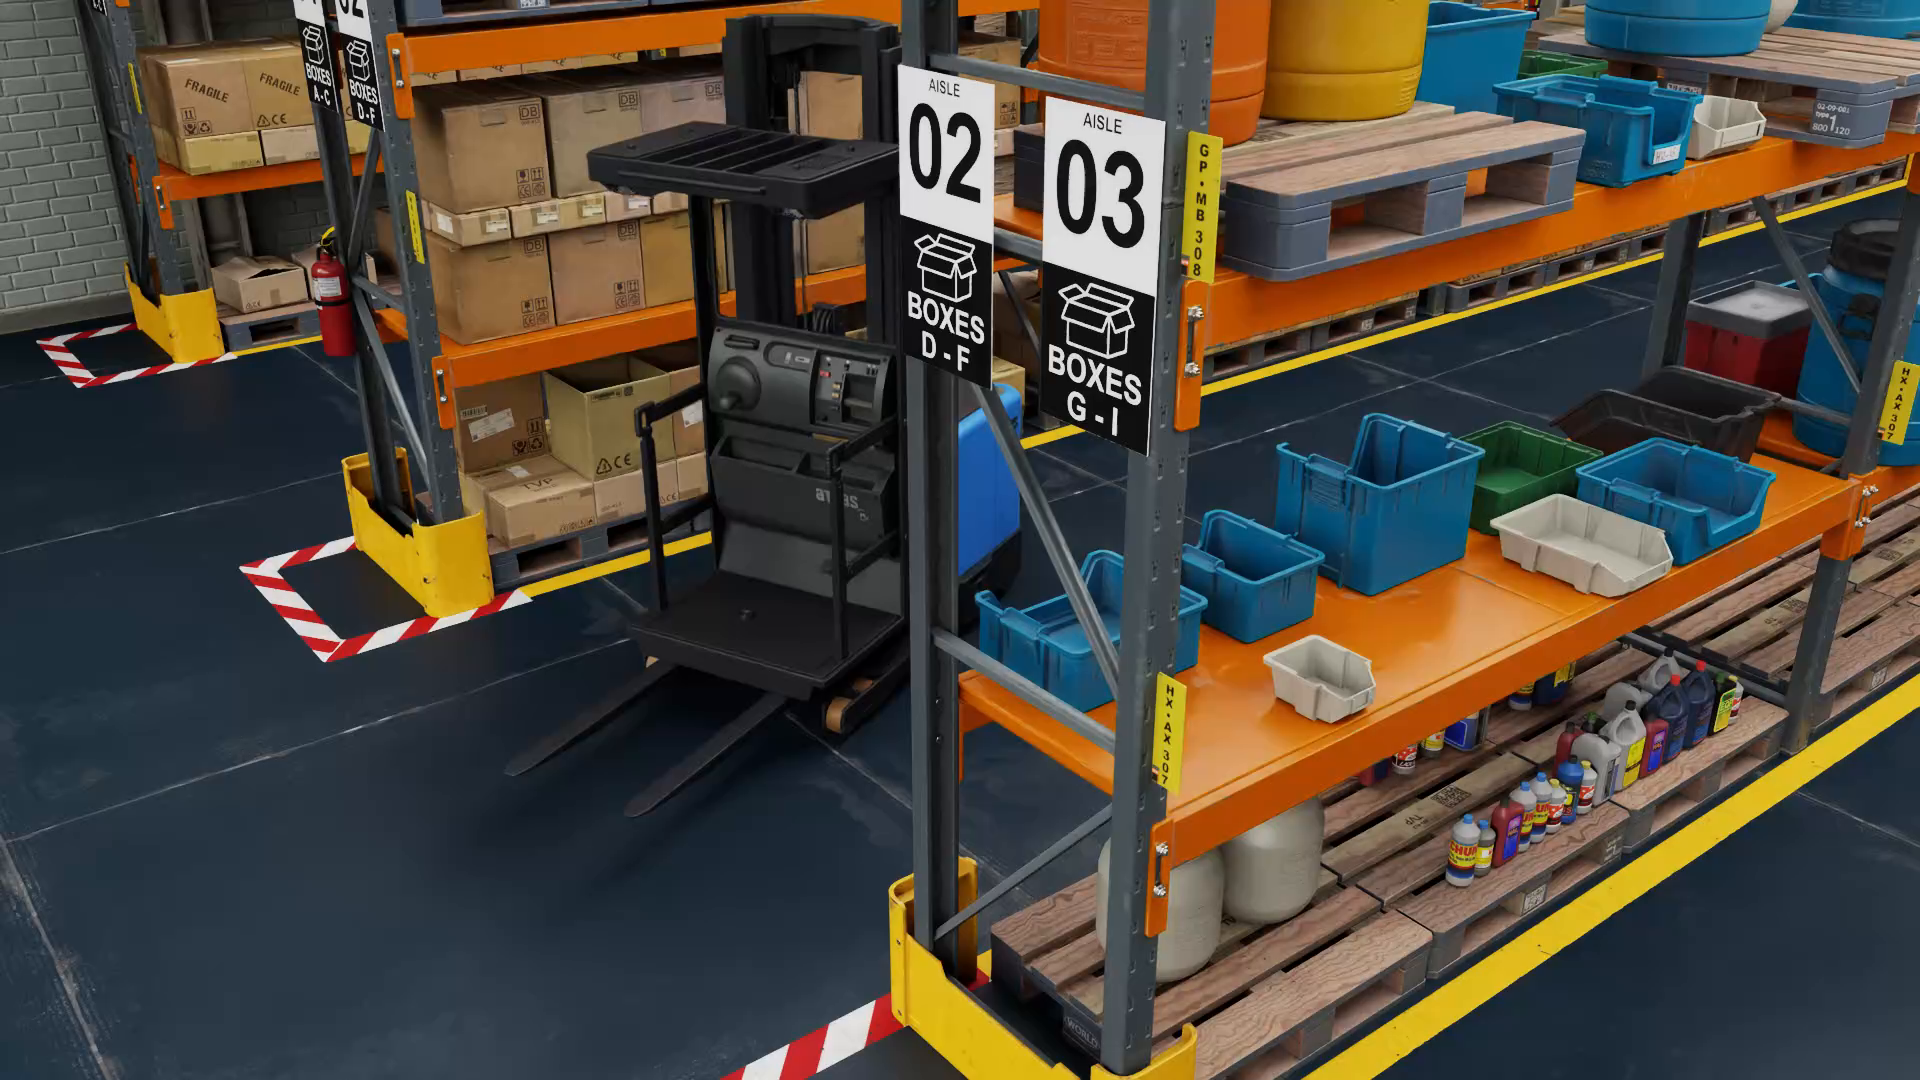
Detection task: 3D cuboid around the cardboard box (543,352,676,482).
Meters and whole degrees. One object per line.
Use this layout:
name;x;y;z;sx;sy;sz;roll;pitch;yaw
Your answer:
cardboard box;-1.901;-0.679;9.028;0.500;0.500;0.500;-18;31;-34

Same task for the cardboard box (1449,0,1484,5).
cardboard box;5.718;-6.804;19.991;0.700;0.700;0.980;-19;31;-34

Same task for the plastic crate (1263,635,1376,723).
plastic crate;1.104;0.436;5.061;0.250;0.136;0.298;-18;31;-34

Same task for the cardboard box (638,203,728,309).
cardboard box;-1.672;-1.627;9.075;0.500;0.500;0.700;-18;30;-34

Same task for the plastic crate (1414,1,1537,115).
plastic crate;1.516;-1.507;5.389;0.575;0.384;0.392;-18;31;-34

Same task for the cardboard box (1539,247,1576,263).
cardboard box;4.784;-2.634;13.809;0.500;0.500;0.500;-19;31;-35

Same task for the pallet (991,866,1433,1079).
pallet;0.875;1.462;5.849;1.213;0.211;1.003;-18;31;-34

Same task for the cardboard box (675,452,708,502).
cardboard box;-1.508;-0.470;9.466;0.500;0.250;0.500;-18;31;-34

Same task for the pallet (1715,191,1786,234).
pallet;7.132;-3.230;15.960;1.213;0.211;1.003;-18;31;-34

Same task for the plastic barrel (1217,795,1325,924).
plastic barrel;1.067;1.053;5.873;0.421;0.512;0.421;0;25;0

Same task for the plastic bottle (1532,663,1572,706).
plastic bottle;2.547;0.525;7.180;0.185;0.351;0.144;-18;31;-34

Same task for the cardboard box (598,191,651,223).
cardboard box;-1.807;-1.769;8.609;0.250;0.149;0.380;-19;31;-35

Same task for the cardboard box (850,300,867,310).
cardboard box;-0.335;-1.204;10.157;0.500;0.500;0.500;-18;31;-34

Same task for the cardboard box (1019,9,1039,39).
cardboard box;0.924;-5.149;16.285;0.500;0.500;0.500;-17;30;-33

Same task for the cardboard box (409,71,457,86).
cardboard box;-4.146;-3.541;12.580;0.500;0.500;0.500;-17;30;-32

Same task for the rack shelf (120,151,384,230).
rack shelf;-4.338;-3.033;13.077;4.000;0.370;1.077;-18;31;-34

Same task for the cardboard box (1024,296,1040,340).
cardboard box;0.775;-1.461;10.937;0.500;0.311;0.500;-18;30;-34

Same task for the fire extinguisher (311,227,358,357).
fire extinguisher;-3.232;-1.288;8.554;0.183;0.674;0.296;-18;31;-34

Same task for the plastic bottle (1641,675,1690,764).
plastic bottle;2.869;0.717;6.765;0.185;0.351;0.144;-20;32;-37

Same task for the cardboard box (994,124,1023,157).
cardboard box;0.214;-2.437;10.048;0.250;0.149;0.380;-18;31;-34

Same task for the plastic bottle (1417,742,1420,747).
plastic bottle;1.828;0.685;6.835;0.185;0.351;0.144;-17;30;-32

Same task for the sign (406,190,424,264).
sign;-2.514;-1.443;7.674;0.005;0.325;0.100;-18;31;-34

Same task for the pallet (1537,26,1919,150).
pallet;2.842;-1.652;5.908;1.003;0.211;1.213;-18;31;-34

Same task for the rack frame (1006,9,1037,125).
rack frame;0.384;-4.918;16.284;0.127;3.000;1.000;-18;31;-34

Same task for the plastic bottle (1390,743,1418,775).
plastic bottle;1.792;0.833;6.693;0.097;0.201;0.097;0;25;0

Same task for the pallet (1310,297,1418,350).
pallet;2.771;-1.812;12.904;1.213;0.211;1.003;-18;31;-34

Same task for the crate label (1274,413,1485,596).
crate label;1.483;-0.142;5.950;0.616;0.435;0.502;-18;31;-34

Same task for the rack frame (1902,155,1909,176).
rack frame;9.739;-5.356;17.228;0.127;3.000;1.000;-18;31;-34

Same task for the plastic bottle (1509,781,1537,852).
plastic bottle;2.090;1.023;6.201;0.097;0.271;0.097;0;25;0

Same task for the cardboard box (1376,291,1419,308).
cardboard box;3.180;-2.004;12.772;0.500;0.250;0.500;-17;30;-33

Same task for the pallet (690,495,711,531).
pallet;-1.317;-0.463;9.996;1.213;0.211;1.003;-18;31;-34

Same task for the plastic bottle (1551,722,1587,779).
plastic bottle;2.419;0.838;6.586;0.133;0.283;0.061;-18;31;-34

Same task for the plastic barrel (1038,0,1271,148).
plastic barrel;0.506;-1.472;4.287;0.708;0.830;0.600;-18;31;-34

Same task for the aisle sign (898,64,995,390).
aisle sign;-0.038;-0.817;4.359;0.004;0.787;0.394;-18;31;-34

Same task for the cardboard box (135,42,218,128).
cardboard box;-5.672;-3.314;12.091;0.500;0.500;0.500;-19;31;-35

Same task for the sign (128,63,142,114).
sign;-5.577;-3.053;11.237;0.005;0.325;0.100;-18;31;-34

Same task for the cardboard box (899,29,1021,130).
cardboard box;-0.050;-2.755;9.964;0.500;0.500;0.700;-18;30;-34

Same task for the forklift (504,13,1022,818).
forklift;-0.824;-0.683;7.240;1.130;2.935;3.031;13;28;26

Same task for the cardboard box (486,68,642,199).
cardboard box;-2.025;-2.103;8.558;0.500;0.500;0.700;-19;31;-35

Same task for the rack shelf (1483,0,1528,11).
rack shelf;5.105;-6.150;19.794;4.000;0.370;1.077;-18;31;-34

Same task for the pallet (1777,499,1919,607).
pallet;4.904;0.132;8.714;1.213;0.211;1.003;-18;31;-34

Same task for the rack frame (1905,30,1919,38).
rack frame;3.349;-3.318;5.711;0.127;3.000;1.000;-18;31;-34

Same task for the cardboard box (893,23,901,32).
cardboard box;-0.947;-4.707;15.187;0.500;0.500;0.700;-18;31;-34

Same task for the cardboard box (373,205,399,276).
cardboard box;-4.255;-2.378;13.257;0.500;0.500;0.700;-21;32;-37

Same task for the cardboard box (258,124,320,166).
cardboard box;-4.932;-2.942;12.181;0.500;0.250;0.500;-19;31;-36

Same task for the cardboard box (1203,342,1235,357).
cardboard box;1.575;-1.473;11.628;0.500;0.250;0.500;-19;31;-36

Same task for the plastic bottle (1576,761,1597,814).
plastic bottle;2.409;0.950;6.442;0.097;0.201;0.097;0;25;0

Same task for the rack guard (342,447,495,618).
rack guard;-2.871;-0.060;8.785;0.348;0.500;1.175;-18;31;-34

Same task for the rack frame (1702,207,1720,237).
rack frame;6.591;-4.317;14.989;0.127;3.000;1.000;-18;31;-34

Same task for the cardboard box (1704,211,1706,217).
cardboard box;6.379;-3.160;14.942;0.500;0.500;0.500;-18;31;-34

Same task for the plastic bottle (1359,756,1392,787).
plastic bottle;1.658;0.831;6.601;0.133;0.283;0.061;-18;31;-34

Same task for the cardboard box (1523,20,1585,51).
cardboard box;4.707;-3.889;13.449;0.500;0.500;0.700;-12;28;-24
